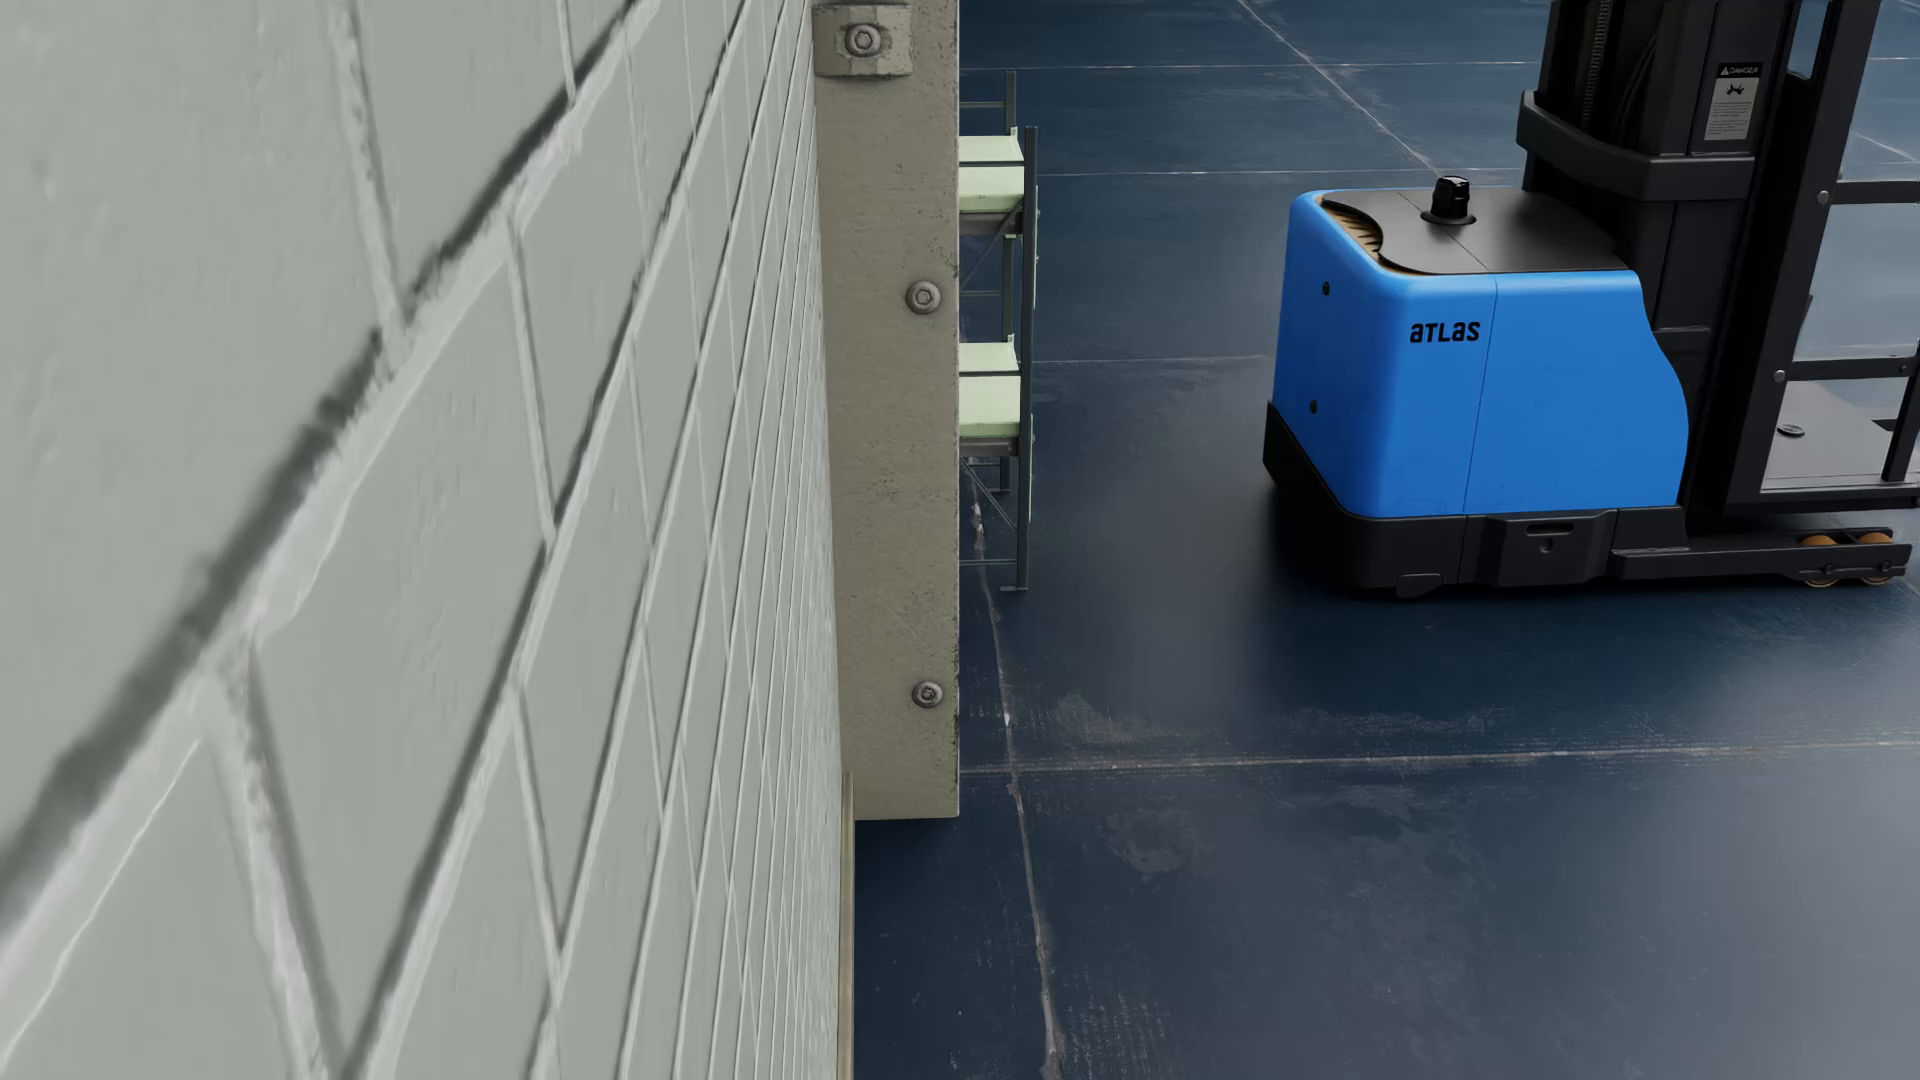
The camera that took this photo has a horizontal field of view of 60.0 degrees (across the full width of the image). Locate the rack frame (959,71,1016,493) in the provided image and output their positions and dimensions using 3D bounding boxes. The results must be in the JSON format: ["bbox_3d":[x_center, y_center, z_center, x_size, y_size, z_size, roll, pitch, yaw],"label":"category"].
[{"bbox_3d":[-0.019,-0.837,5.689,0.400,1.500,0.023,-1,28,-3],"label":"rack frame"}]

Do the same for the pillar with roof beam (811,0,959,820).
[{"bbox_3d":[4.132,-3.462,2.612,9.100,9.000,0.400,-1,28,-3],"label":"pillar with roof beam"}]

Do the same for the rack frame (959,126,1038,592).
[{"bbox_3d":[0.019,-0.499,5.041,0.400,1.500,0.023,-1,28,-3],"label":"rack frame"}]

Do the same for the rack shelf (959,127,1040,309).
[{"bbox_3d":[0.000,-1.014,5.184,0.431,0.370,0.720,-1,28,-3],"label":"rack shelf"}]

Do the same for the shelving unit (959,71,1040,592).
[{"bbox_3d":[0.000,-0.668,5.365,0.431,1.500,0.755,-1,28,-3],"label":"shelving unit"}]

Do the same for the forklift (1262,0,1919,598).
[{"bbox_3d":[2.657,-1.387,5.195,3.031,2.935,1.130,-3,28,-5],"label":"forklift"}]

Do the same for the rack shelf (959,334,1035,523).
[{"bbox_3d":[0.000,-0.379,5.515,0.431,0.370,0.720,-1,28,-3],"label":"rack shelf"}]
